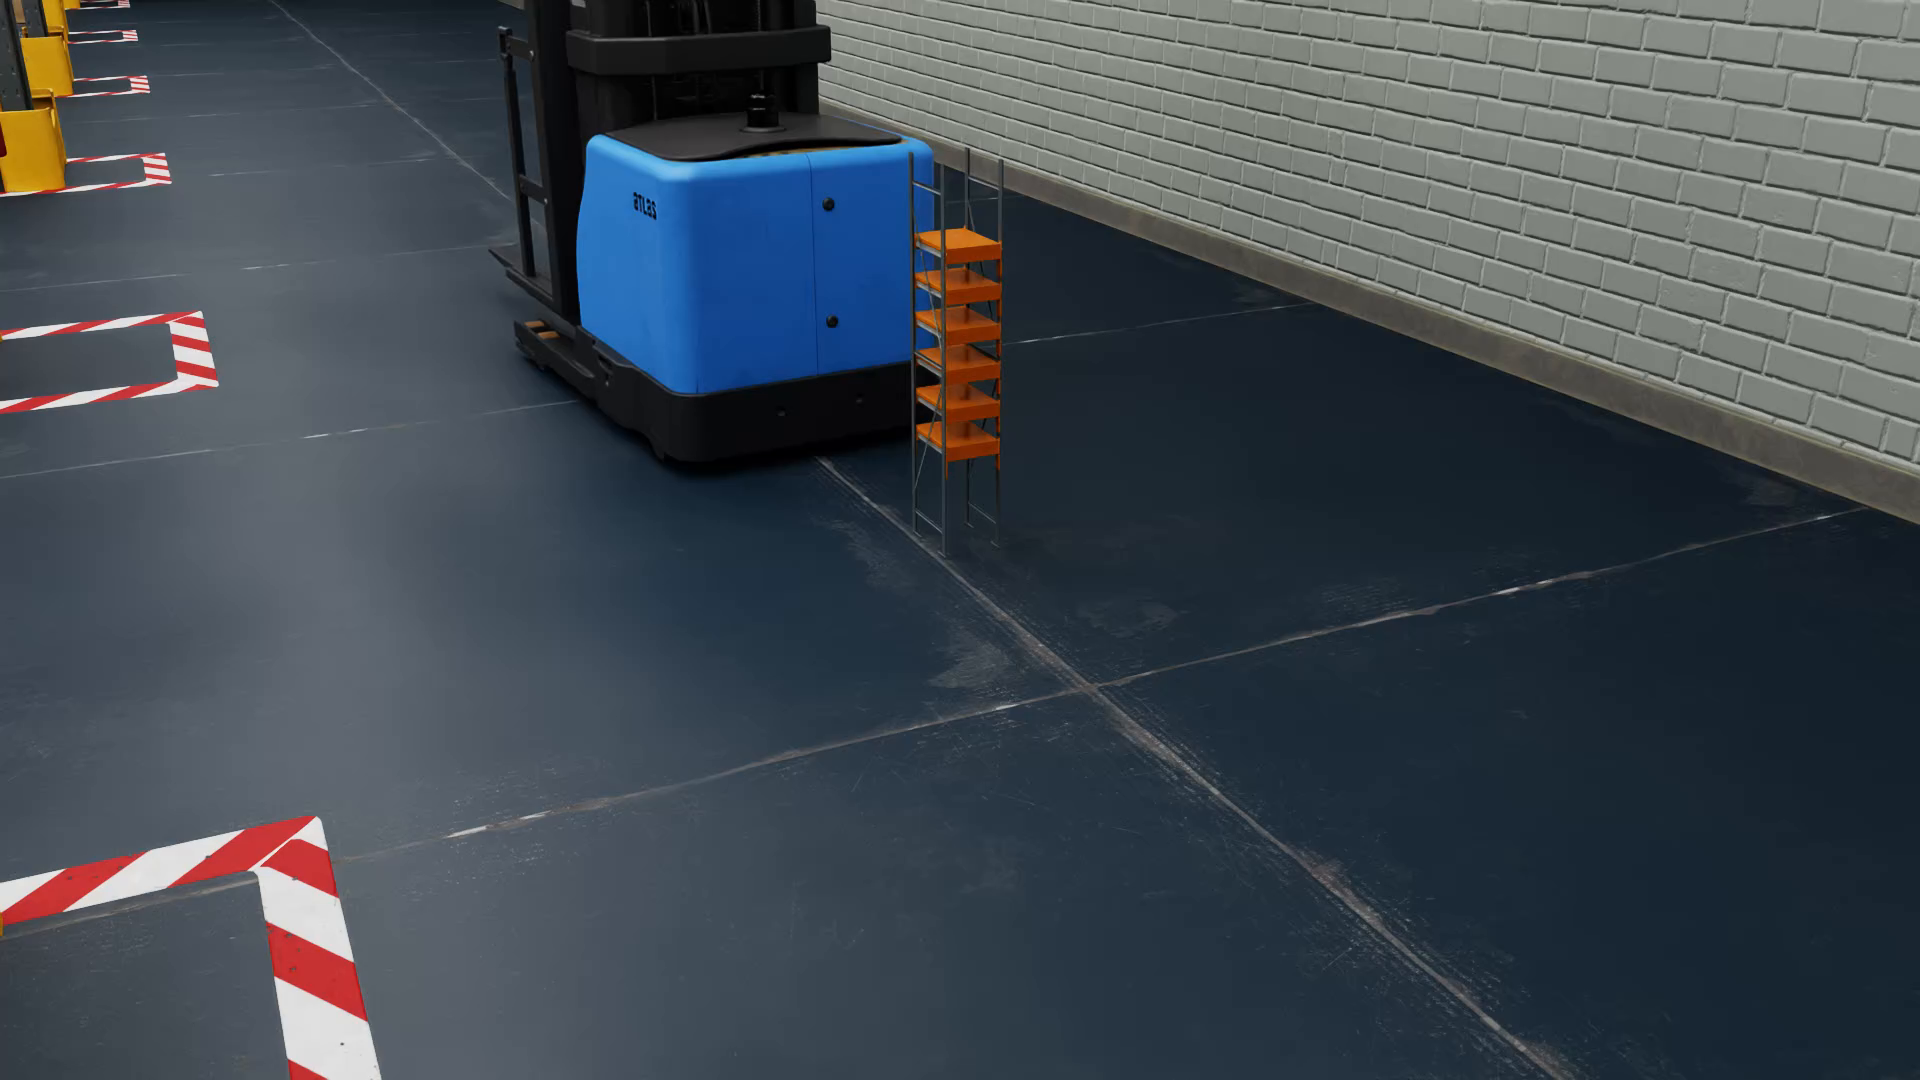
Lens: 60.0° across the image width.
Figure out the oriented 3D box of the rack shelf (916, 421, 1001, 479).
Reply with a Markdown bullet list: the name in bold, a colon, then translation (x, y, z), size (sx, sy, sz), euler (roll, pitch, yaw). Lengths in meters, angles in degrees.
- **rack shelf**: translation (-0.013, -0.289, 5.124), size (0.180, 0.103, 0.258), euler (-10, 25, -24)

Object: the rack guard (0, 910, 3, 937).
- **rack guard**: translation (-1.876, 0.751, 2.783), size (0.348, 0.500, 1.175), euler (-10, 25, -24)

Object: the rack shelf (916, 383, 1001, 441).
- **rack shelf**: translation (-0.013, -0.400, 5.078), size (0.180, 0.103, 0.258), euler (-10, 25, -24)

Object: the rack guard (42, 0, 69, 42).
- **rack guard**: translation (-10.557, -6.063, 19.243), size (0.348, 0.500, 1.175), euler (-10, 25, -24)

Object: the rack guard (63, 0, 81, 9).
- **rack guard**: translation (-12.619, -7.786, 23.405), size (0.348, 0.500, 1.175), euler (-10, 25, -24)

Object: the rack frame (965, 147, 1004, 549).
- **rack frame**: translation (0.069, -0.567, 5.051), size (0.006, 1.200, 0.240), euler (-10, 25, -24)

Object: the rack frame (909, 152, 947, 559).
- **rack frame**: translation (-0.095, -0.537, 4.978), size (0.006, 1.200, 0.240), euler (-10, 25, -24)

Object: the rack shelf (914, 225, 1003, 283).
- **rack shelf**: translation (-0.013, -0.844, 4.894), size (0.180, 0.103, 0.258), euler (-10, 25, -24)

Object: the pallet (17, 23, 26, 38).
- **pallet**: translation (-11.275, -5.797, 18.978), size (1.213, 0.211, 1.003), euler (-10, 25, -24)

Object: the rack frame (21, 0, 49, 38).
- **rack frame**: translation (-8.344, -5.523, 14.670), size (0.127, 3.000, 1.000), euler (-10, 25, -24)

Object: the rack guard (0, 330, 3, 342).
- **rack guard**: translation (-4.204, -0.922, 6.824), size (0.348, 0.500, 1.175), euler (-10, 25, -24)

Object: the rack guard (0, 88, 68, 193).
- **rack guard**: translation (-6.174, -2.665, 11.034), size (0.348, 0.500, 1.175), euler (-10, 25, -24)

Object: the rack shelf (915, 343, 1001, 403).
- **rack shelf**: translation (-0.013, -0.511, 5.032), size (0.180, 0.103, 0.258), euler (-10, 25, -24)

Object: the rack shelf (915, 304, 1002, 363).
- **rack shelf**: translation (-0.013, -0.622, 4.986), size (0.180, 0.103, 0.258), euler (-10, 25, -24)

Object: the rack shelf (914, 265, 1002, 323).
- **rack shelf**: translation (-0.013, -0.733, 4.940), size (0.180, 0.103, 0.258), euler (-10, 25, -24)

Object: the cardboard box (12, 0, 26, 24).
- **cardboard box**: translation (-10.872, -6.104, 18.766), size (0.500, 0.500, 0.500), euler (-10, 25, -24)

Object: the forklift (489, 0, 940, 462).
- **forklift**: translation (-1.249, -2.141, 6.589), size (1.130, 2.935, 3.031), euler (-12, 26, -28)

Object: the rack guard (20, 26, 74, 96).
- **rack guard**: translation (-8.328, -4.376, 15.168), size (0.348, 0.500, 1.175), euler (-10, 25, -24)

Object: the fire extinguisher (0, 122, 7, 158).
- **fire extinguisher**: translation (-3.708, -1.764, 6.179), size (0.183, 0.674, 0.296), euler (-10, 25, -24)

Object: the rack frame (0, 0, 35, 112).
- **rack frame**: translation (-6.195, -3.816, 10.546), size (0.127, 3.000, 1.000), euler (-10, 25, -24)

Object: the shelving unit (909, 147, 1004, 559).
- **shelving unit**: translation (-0.013, -0.552, 5.015), size (0.189, 1.200, 0.258), euler (-10, 25, -24)
